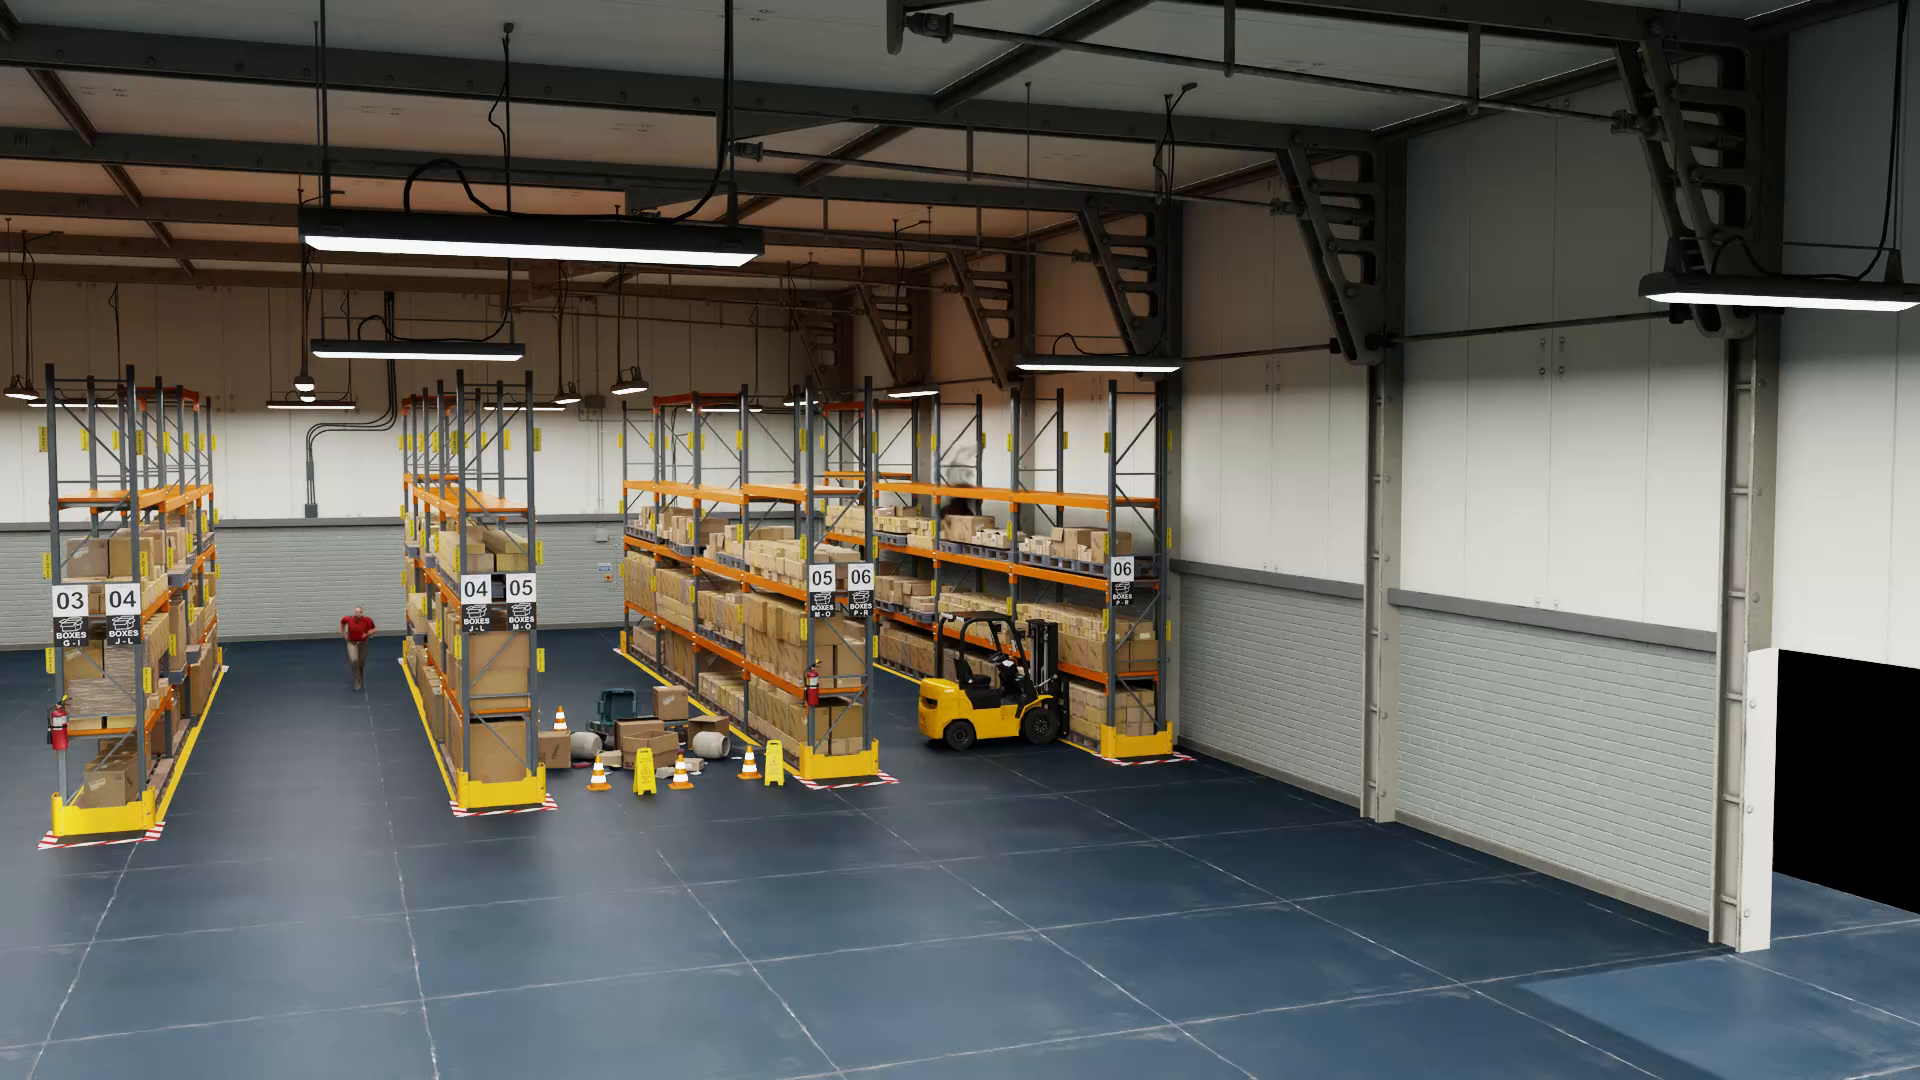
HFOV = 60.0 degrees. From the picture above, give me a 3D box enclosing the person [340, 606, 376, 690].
[{"bbox_3d":[-12.324,2.203,34.051,0.681,1.752,0.973,-1,4,-23],"label":"person"}]
